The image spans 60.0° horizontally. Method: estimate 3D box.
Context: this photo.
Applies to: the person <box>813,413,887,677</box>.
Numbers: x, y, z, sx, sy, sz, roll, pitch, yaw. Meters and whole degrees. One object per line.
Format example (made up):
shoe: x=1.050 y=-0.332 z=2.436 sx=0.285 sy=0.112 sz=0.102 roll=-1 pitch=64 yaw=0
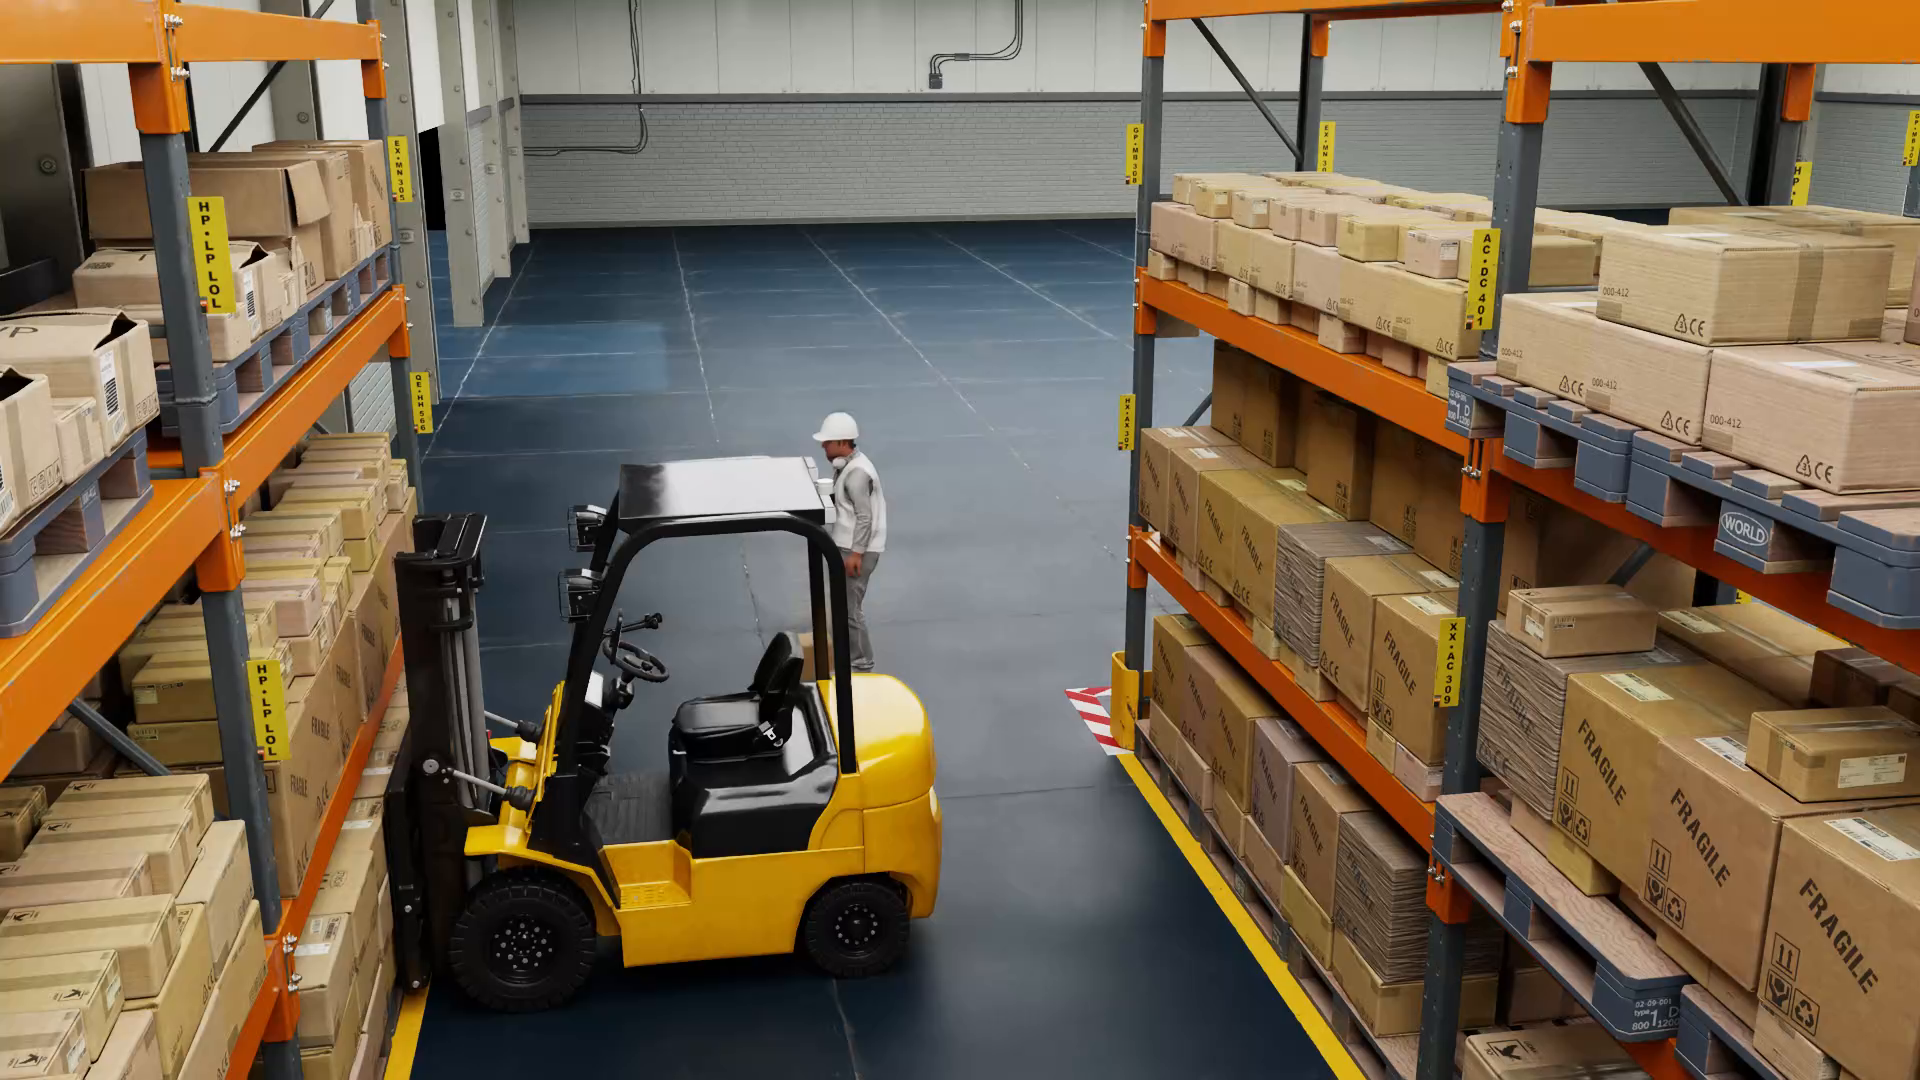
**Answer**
person: x=-0.718 y=0.031 z=10.886 sx=0.466 sy=1.769 sz=0.579 roll=-4 pitch=17 yaw=-13
